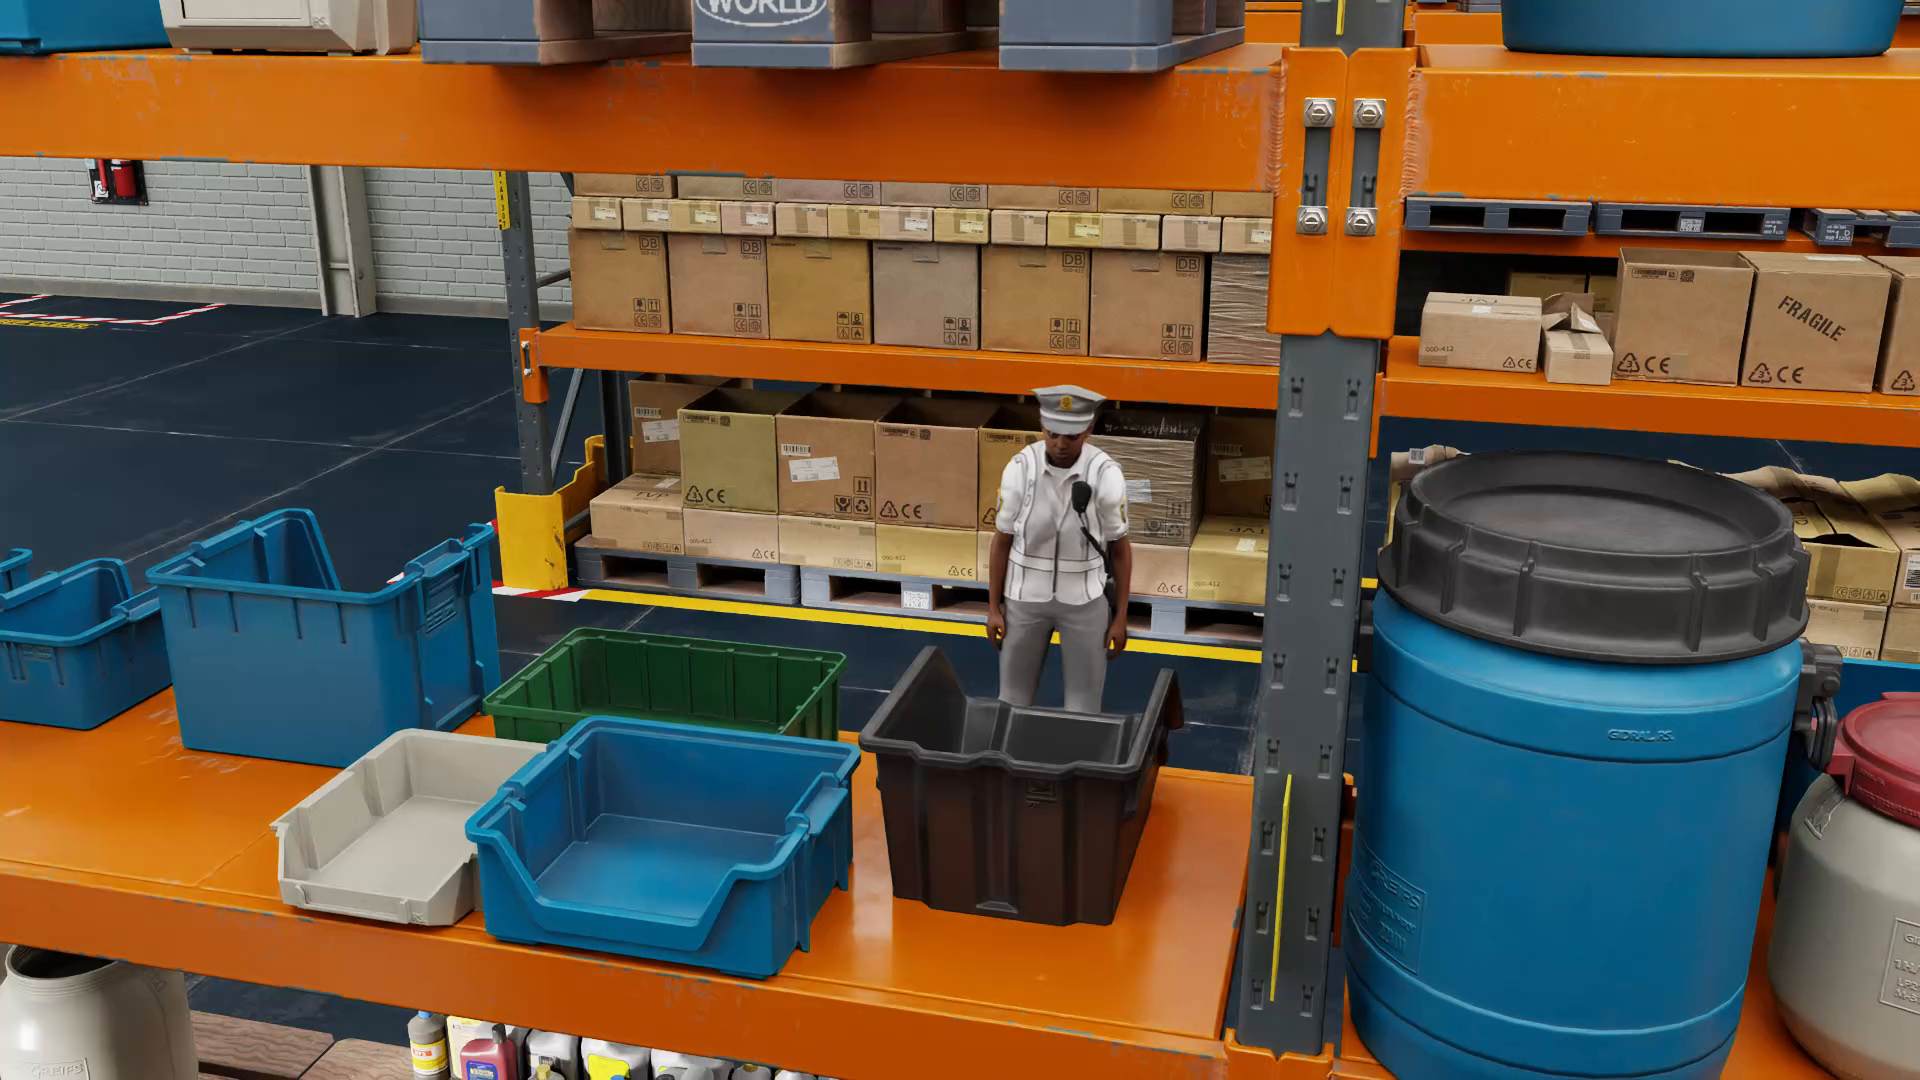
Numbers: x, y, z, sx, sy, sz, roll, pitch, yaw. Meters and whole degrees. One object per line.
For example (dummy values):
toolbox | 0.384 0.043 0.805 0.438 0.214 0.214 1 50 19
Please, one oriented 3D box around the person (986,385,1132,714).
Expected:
person | 0.326 0.256 5.790 0.529 1.659 0.398 3 19 10
